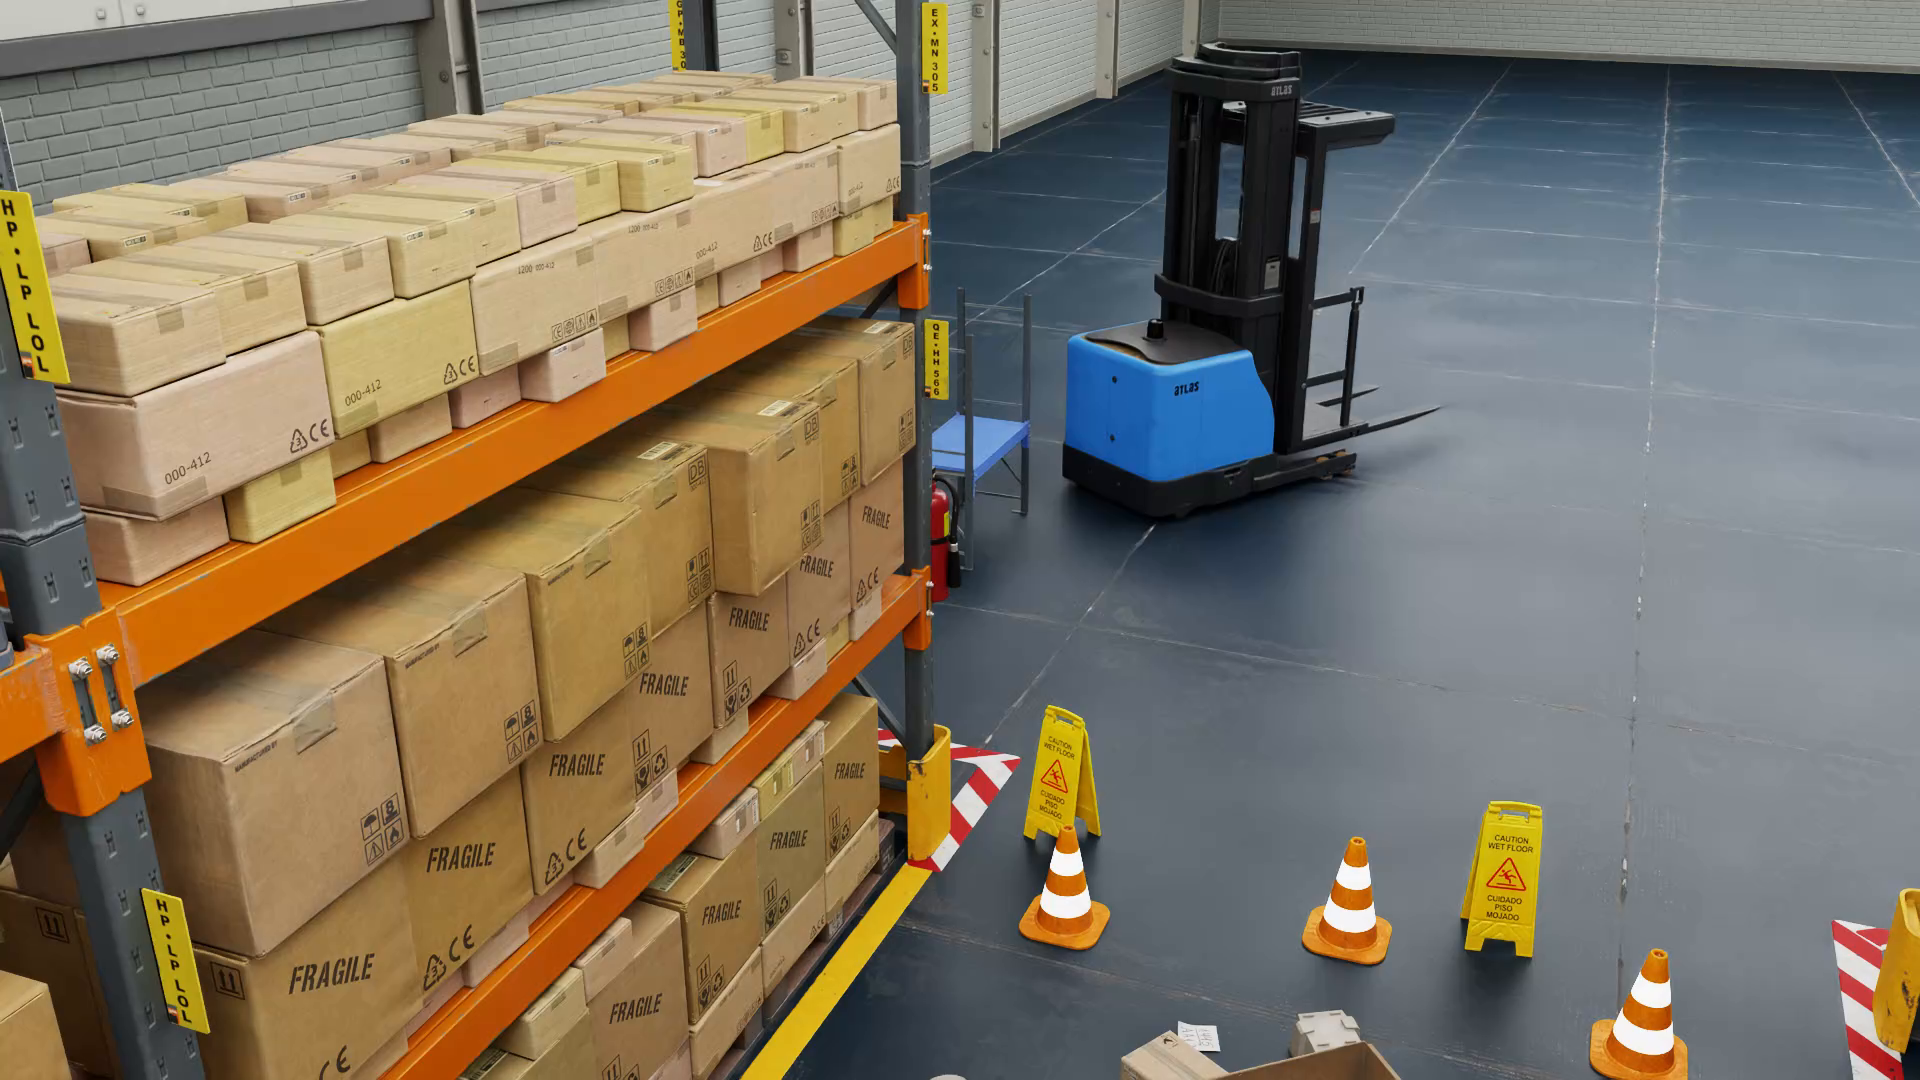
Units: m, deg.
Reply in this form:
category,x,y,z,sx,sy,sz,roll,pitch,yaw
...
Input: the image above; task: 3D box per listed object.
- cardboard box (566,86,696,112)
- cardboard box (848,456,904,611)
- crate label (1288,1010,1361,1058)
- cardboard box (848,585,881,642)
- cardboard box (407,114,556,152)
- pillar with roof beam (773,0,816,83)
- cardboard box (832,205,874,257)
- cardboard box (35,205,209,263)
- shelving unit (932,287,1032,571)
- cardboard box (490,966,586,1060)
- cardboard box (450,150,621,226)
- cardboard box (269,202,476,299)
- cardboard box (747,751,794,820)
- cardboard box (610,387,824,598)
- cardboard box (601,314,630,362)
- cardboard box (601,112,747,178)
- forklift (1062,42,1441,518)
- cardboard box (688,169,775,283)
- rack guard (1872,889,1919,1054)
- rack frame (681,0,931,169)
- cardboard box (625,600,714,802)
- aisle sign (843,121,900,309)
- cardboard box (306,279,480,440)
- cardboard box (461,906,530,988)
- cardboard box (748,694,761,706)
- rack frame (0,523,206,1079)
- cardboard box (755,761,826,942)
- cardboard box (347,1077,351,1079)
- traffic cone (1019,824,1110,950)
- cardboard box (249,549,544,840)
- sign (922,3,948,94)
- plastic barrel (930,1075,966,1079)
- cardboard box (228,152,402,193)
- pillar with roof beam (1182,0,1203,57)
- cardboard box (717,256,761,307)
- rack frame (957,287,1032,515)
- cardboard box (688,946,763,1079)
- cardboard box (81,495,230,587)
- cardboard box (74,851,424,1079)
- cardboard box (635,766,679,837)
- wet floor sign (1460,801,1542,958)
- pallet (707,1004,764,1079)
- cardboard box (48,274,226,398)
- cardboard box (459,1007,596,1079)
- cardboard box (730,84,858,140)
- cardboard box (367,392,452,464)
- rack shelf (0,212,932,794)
category,x,y,z,sx,sy,sz,roll,pitch,yaw
cardboard box,-1.152,-1.495,5.836,0.380,0.149,0.250,9,24,20
cardboard box,-0.547,-0.079,6.533,0.500,0.500,0.500,8,24,19
crate label,1.359,1.857,6.126,0.250,0.136,0.298,-3,23,-8
cardboard box,-0.533,0.257,6.568,0.380,0.149,0.250,8,24,19
cardboard box,-1.490,-1.231,5.206,0.380,0.149,0.250,9,24,21
pillar with roof beam,2.148,-7.165,16.228,9.100,9.000,0.400,9,24,20
cardboard box,-0.536,-1.136,6.013,0.380,0.149,0.250,9,24,20
cardboard box,-1.967,-0.663,3.846,0.380,0.149,0.250,9,24,21
shelving unit,0.032,-0.723,10.534,0.538,1.500,1.048,9,24,20
cardboard box,-1.326,1.339,4.862,0.380,0.149,0.250,10,25,22
cardboard box,-1.167,-0.969,4.577,0.380,0.149,0.250,9,24,21
cardboard box,-1.369,-0.681,3.888,0.380,0.149,0.250,9,24,20
cardboard box,-0.827,0.855,6.021,0.380,0.149,0.250,9,24,21
cardboard box,-0.877,-0.183,5.484,0.700,0.500,0.500,8,24,19
cardboard box,-1.169,-0.595,4.718,0.380,0.149,0.250,9,24,20
cardboard box,-0.902,-1.252,5.255,0.380,0.149,0.250,9,24,20
forklift,2.214,-1.924,11.553,3.031,2.935,1.130,-15,27,-32
cardboard box,-0.918,-0.994,5.155,0.500,0.250,0.500,9,24,22
rack guard,4.041,1.688,6.061,1.175,0.500,0.348,9,24,20
rack frame,-0.601,-2.898,6.012,1.000,3.000,0.127,9,24,20
cardboard box,-1.132,0.456,5.250,0.500,0.500,0.500,9,24,21
aisle sign,-0.309,-1.310,6.621,0.394,0.787,0.004,9,24,20
cardboard box,-1.487,-0.455,3.863,0.500,0.250,0.500,9,24,20
cardboard box,-1.432,1.070,4.622,0.380,0.149,0.250,10,25,22
cardboard box,-0.941,0.514,5.954,0.380,0.149,0.250,9,24,21
rack frame,-2.087,1.302,3.742,1.000,3.000,0.127,9,24,20
cardboard box,-0.848,1.111,6.249,0.500,0.500,0.500,10,25,22
cardboard box,-1.672,1.351,3.950,0.380,0.149,0.250,9,24,20
traffic cone,0.436,1.379,6.847,0.336,0.463,0.334,9,24,20
cardboard box,-1.513,0.351,4.205,0.700,0.500,0.500,9,24,20
sign,-0.094,-1.836,6.212,0.100,0.325,0.005,9,24,20
plastic barrel,0.037,2.015,5.377,0.421,0.421,0.512,-12,25,-26
cardboard box,-1.753,-0.953,4.539,0.380,0.149,0.250,9,24,21
pillar with roof beam,8.834,-13.606,31.649,9.100,9.000,0.400,9,24,20
cardboard box,-0.871,-0.869,5.373,0.380,0.149,0.250,9,24,20
rack frame,0.221,-0.904,10.970,0.500,1.500,0.032,9,24,20
cardboard box,-1.041,1.645,5.942,0.500,0.250,0.500,8,24,18
cardboard box,-1.740,-0.044,3.397,0.380,0.149,0.250,8,24,19
cardboard box,-1.665,1.001,3.947,0.500,0.500,0.500,9,24,20
cardboard box,-1.121,0.800,5.268,0.380,0.149,0.250,9,24,20
wet floor sign,2.204,1.335,6.716,0.267,0.644,0.232,5,23,11
pallet,-1.419,1.905,5.916,1.003,0.211,1.213,9,24,20
cardboard box,-1.667,-0.400,3.216,0.380,0.149,0.250,8,24,19
cardboard box,-1.430,1.665,4.922,0.500,0.500,0.500,10,25,22
cardboard box,-0.585,-1.516,5.887,0.380,0.149,0.250,9,24,21
cardboard box,-1.475,-0.317,4.051,0.380,0.149,0.250,10,25,22
rack shelf,-1.344,-0.466,5.016,1.077,0.370,4.000,9,24,20
